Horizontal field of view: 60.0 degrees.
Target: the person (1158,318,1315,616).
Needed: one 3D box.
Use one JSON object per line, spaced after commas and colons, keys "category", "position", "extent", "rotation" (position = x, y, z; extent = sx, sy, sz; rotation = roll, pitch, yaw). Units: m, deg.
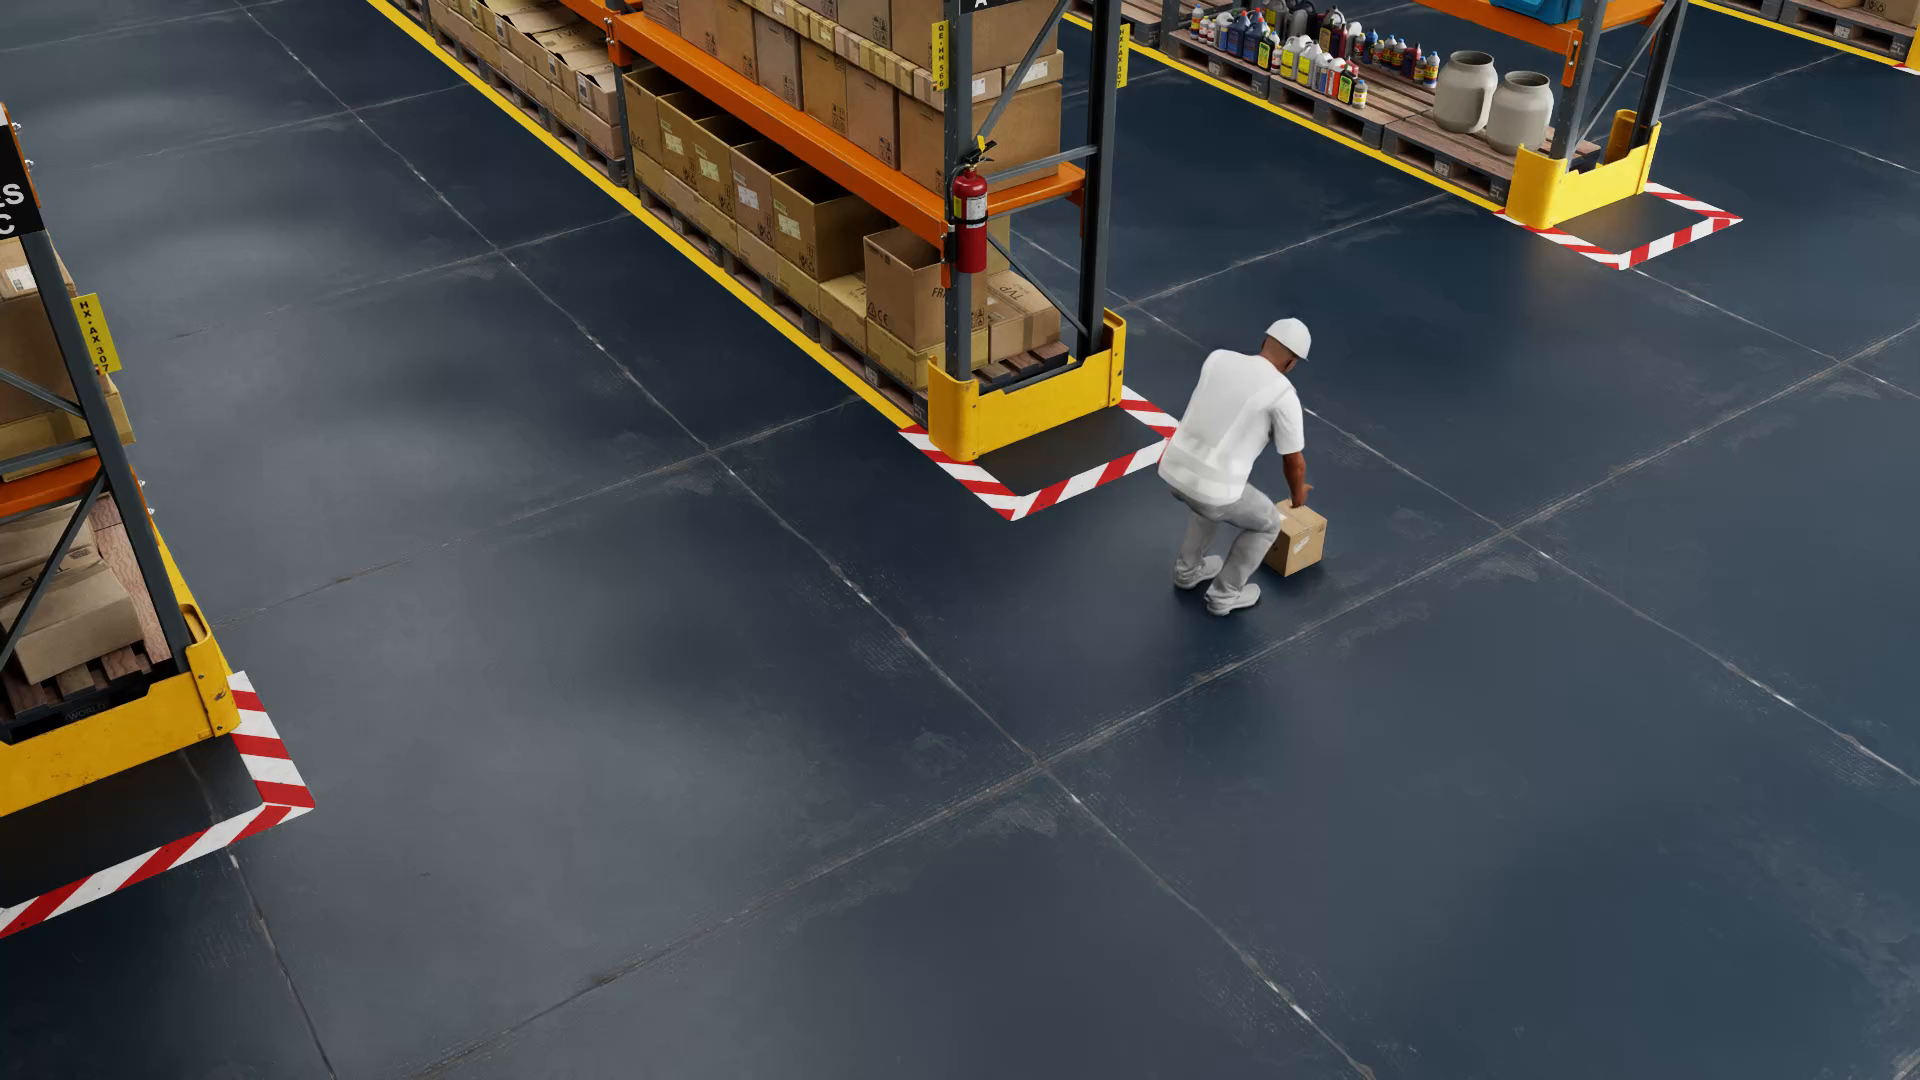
{"category": "person", "position": [1.277, -0.352, 7.799], "extent": [0.779, 1.373, 0.631], "rotation": [-22, 42, -28]}
